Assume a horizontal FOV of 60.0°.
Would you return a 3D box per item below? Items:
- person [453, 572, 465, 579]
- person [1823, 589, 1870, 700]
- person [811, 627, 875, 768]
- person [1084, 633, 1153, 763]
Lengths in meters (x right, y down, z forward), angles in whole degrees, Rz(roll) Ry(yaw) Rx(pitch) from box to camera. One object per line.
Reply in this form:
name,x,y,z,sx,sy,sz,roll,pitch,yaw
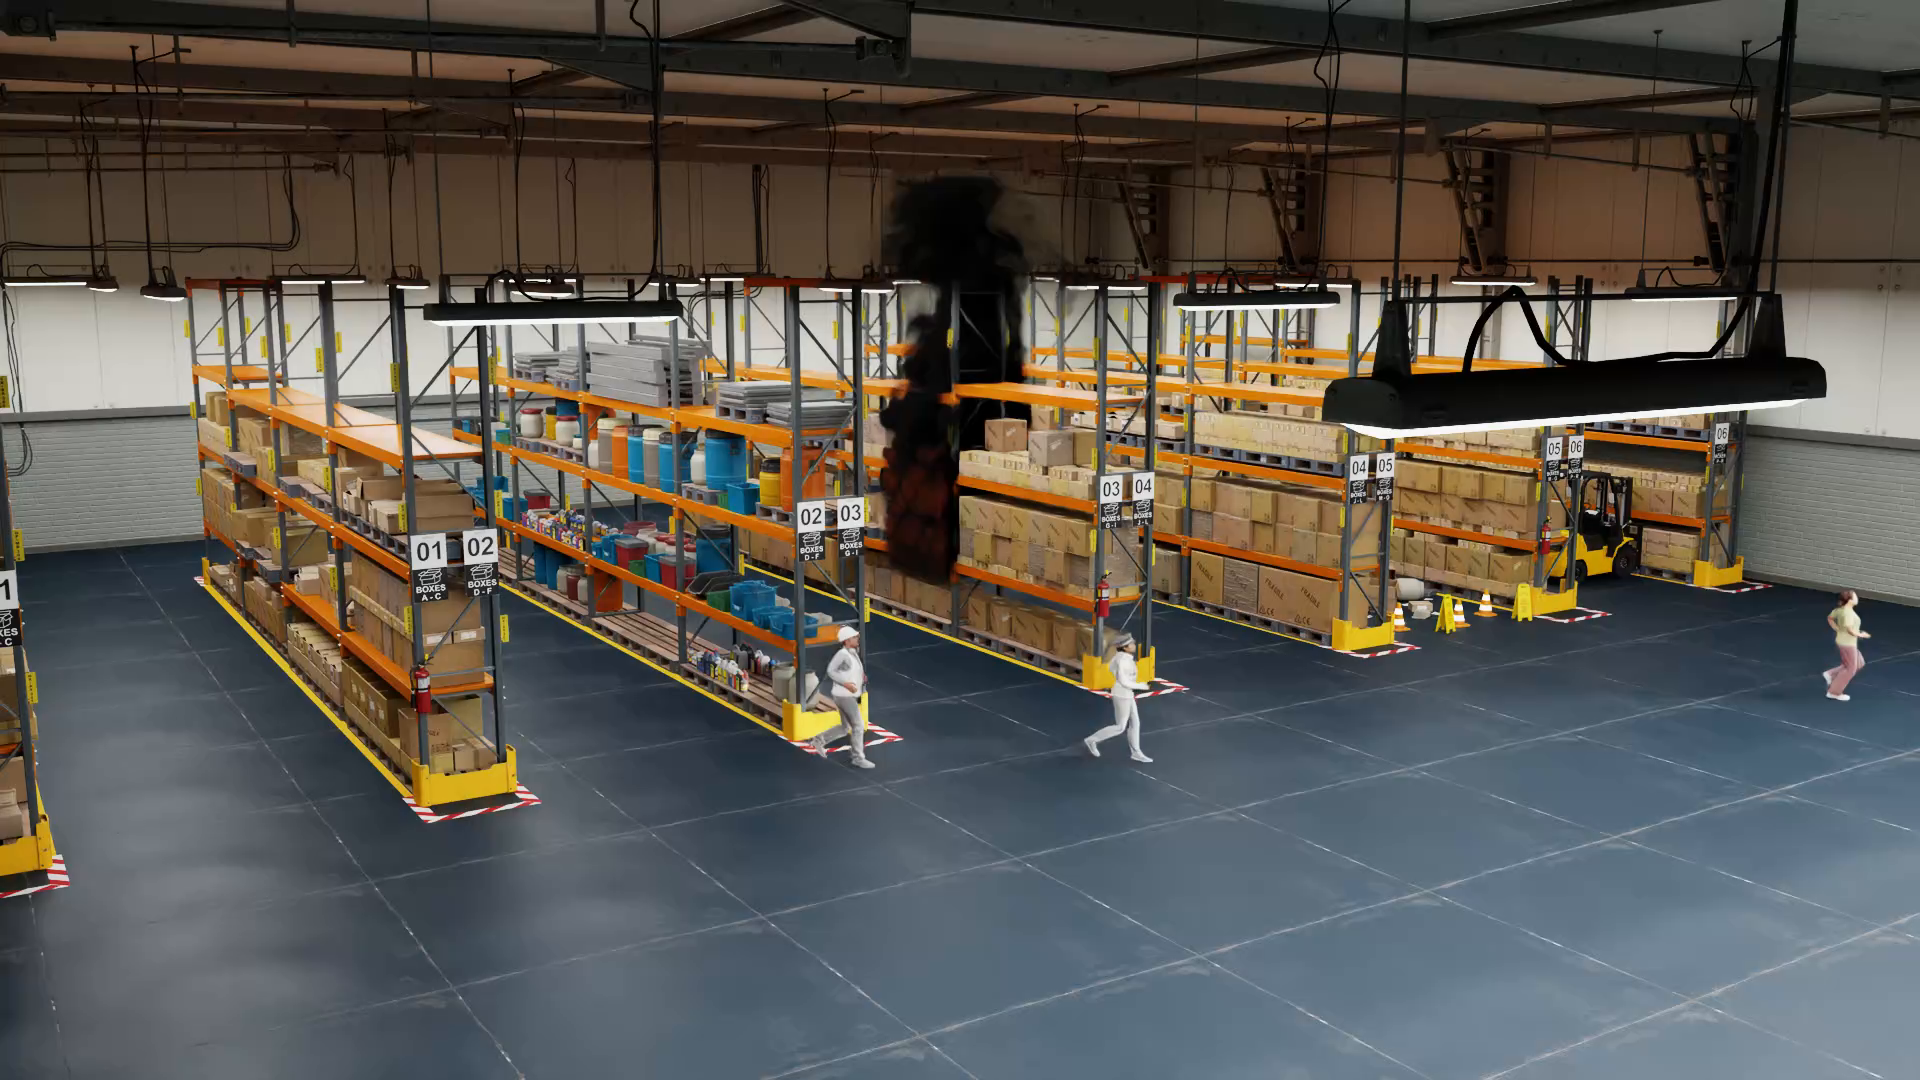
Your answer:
person,-8.581,0.426,28.385,0.711,1.826,1.008,-9,13,-43
person,12.874,1.516,24.111,0.539,1.631,0.574,2,10,13
person,-1.464,1.970,21.110,0.852,1.760,0.692,2,10,11
person,2.018,2.004,21.100,0.882,1.702,0.625,0,10,2
